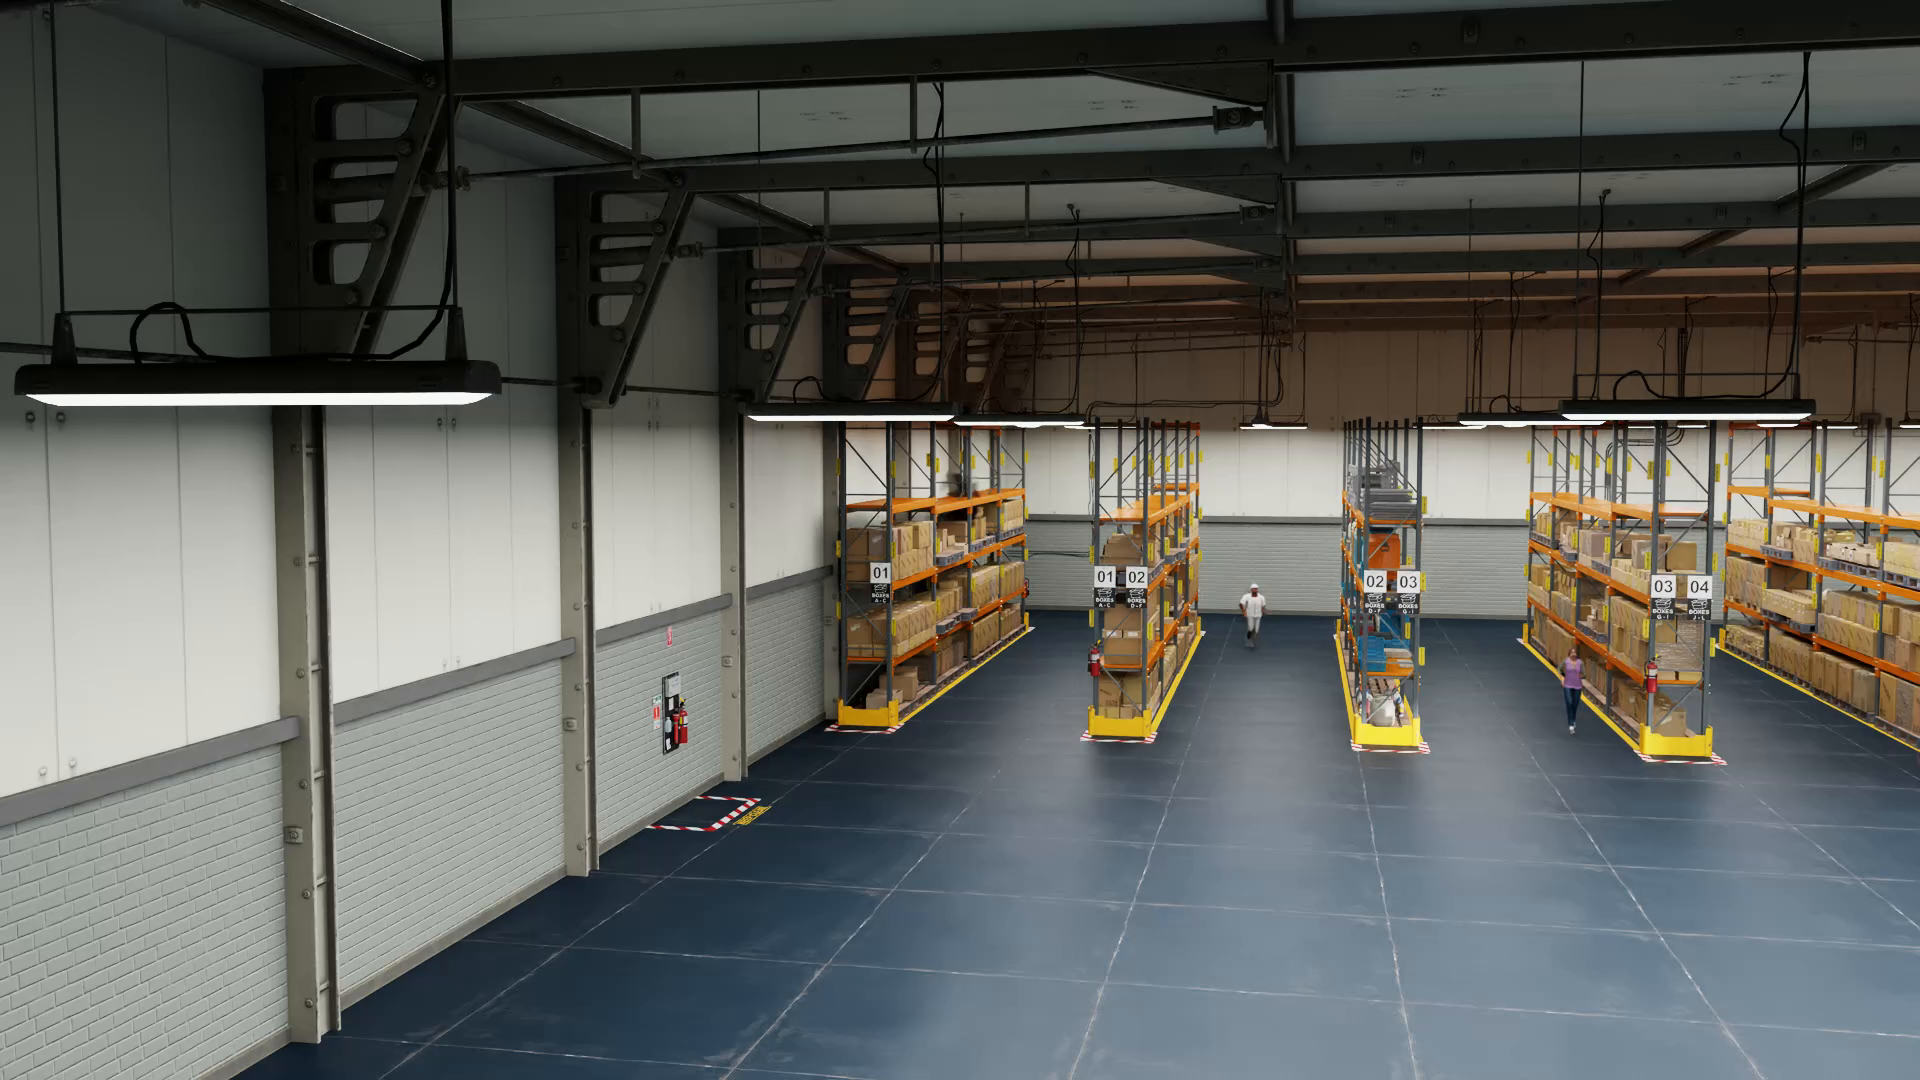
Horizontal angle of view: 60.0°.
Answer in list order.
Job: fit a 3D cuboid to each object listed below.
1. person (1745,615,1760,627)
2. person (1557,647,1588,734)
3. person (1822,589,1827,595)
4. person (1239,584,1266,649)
[{"bbox_3d":[21.602,2.027,45.186,0.703,1.589,0.733,-4,5,-44],"label":"person"},{"bbox_3d":[11.701,2.821,31.760,0.532,1.573,0.772,1,4,11],"label":"person"},{"bbox_3d":[22.017,2.109,42.403,0.655,1.722,0.604,0,4,3],"label":"person"},{"bbox_3d":[7.729,2.012,43.726,0.675,1.720,0.583,0,4,-4],"label":"person"}]
